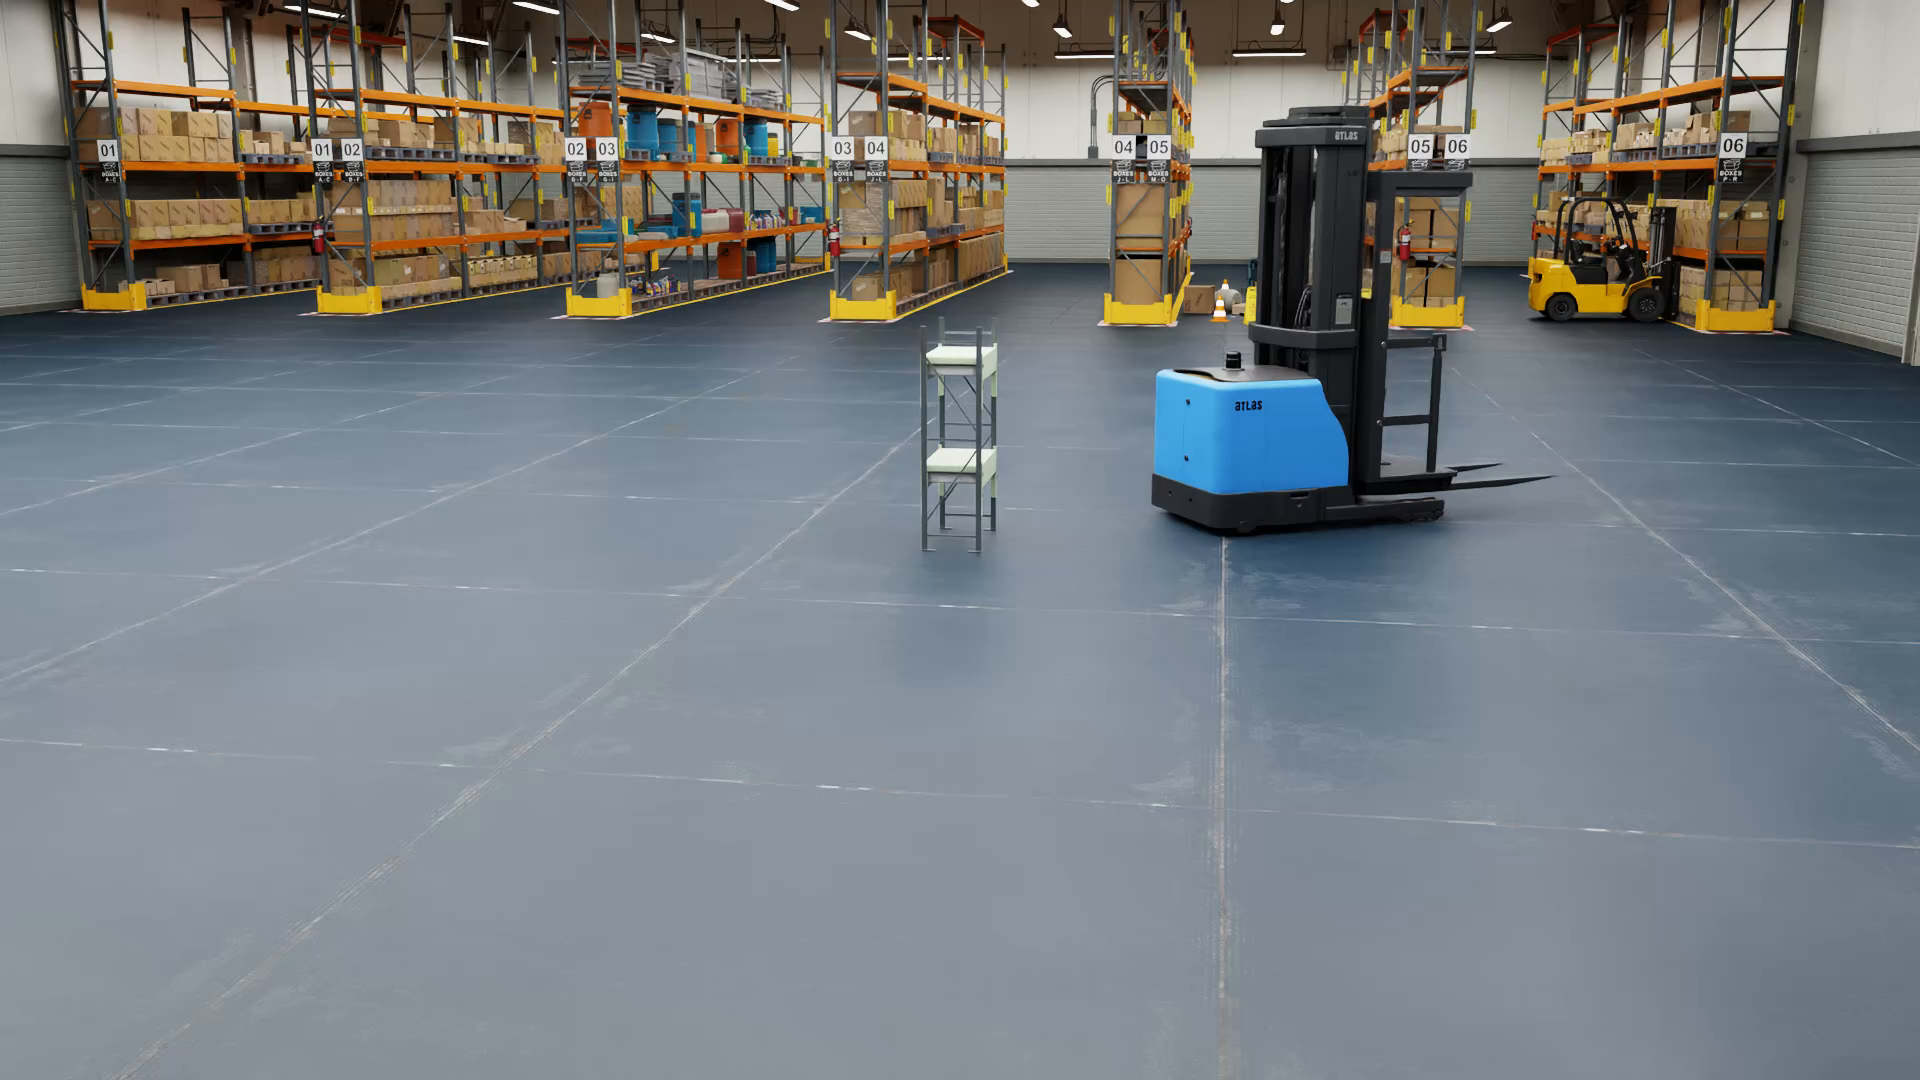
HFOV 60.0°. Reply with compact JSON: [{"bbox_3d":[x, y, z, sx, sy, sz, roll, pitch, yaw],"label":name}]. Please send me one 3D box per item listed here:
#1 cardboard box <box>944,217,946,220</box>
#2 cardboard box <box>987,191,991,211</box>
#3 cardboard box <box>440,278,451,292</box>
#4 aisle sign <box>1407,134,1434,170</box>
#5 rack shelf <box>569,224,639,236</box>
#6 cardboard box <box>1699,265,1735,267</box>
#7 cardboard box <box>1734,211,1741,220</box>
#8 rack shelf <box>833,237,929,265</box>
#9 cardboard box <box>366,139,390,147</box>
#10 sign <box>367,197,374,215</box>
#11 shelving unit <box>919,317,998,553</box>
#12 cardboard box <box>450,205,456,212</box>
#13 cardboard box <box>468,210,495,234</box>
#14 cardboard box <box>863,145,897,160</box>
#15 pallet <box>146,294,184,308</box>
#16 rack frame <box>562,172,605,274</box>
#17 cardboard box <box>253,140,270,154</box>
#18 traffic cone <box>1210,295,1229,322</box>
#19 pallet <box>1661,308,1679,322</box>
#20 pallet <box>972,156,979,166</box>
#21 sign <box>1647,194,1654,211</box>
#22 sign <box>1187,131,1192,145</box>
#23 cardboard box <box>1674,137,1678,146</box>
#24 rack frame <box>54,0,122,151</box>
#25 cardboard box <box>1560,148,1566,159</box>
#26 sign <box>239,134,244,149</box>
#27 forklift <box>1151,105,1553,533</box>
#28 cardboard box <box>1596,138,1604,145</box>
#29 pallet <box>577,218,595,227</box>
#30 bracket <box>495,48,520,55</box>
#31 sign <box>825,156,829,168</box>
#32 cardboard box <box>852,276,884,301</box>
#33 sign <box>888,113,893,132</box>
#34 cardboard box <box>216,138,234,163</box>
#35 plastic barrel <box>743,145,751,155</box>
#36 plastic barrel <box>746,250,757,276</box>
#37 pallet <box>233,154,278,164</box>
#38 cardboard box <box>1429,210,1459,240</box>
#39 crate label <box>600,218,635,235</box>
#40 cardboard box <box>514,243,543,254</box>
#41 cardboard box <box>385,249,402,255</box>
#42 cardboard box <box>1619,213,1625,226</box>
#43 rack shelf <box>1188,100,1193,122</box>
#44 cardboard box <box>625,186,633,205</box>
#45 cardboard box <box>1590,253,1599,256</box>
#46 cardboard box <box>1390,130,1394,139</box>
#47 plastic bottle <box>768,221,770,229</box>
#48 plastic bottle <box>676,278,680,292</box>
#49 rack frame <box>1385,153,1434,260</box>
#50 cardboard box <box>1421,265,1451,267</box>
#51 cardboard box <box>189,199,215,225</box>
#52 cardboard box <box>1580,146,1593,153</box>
[{"bbox_3d":[-0.523,-6.913,35.775,0.396,0.266,0.258,2,12,7],"label":"cardboard box"},{"bbox_3d":[0.492,-8.595,42.125,0.500,0.500,0.500,2,12,9],"label":"cardboard box"},{"bbox_3d":[-10.878,-5.273,34.369,0.500,0.250,0.500,2,12,9],"label":"cardboard box"},{"bbox_3d":[7.732,-6.411,27.949,0.394,0.787,0.004,2,12,9],"label":"aisle sign"},{"bbox_3d":[-9.398,-8.349,44.821,1.077,0.370,4.000,2,12,9],"label":"rack shelf"},{"bbox_3d":[13.441,-4.741,29.531,0.500,0.250,0.500,2,12,8],"label":"cardboard box"},{"bbox_3d":[13.217,-5.465,27.955,0.380,0.149,0.250,2,12,9],"label":"cardboard box"},{"bbox_3d":[-1.456,-5.529,31.737,1.077,0.370,4.000,2,12,9],"label":"rack shelf"},{"bbox_3d":[-11.196,-7.643,31.984,0.380,0.149,0.250,2,12,9],"label":"cardboard box"},{"bbox_3d":[-11.004,-6.229,31.034,0.100,0.325,0.005,2,12,9],"label":"sign"},{"bbox_3d":[-0.001,-0.732,11.329,0.431,1.500,0.755,2,12,9],"label":"shelving unit"},{"bbox_3d":[-10.767,-6.921,34.712,0.380,0.149,0.250,2,12,9],"label":"cardboard box"},{"bbox_3d":[-10.644,-7.041,36.807,0.500,0.500,0.500,2,12,9],"label":"cardboard box"},{"bbox_3d":[-1.434,-6.949,29.856,0.500,0.250,0.500,2,12,10],"label":"cardboard box"},{"bbox_3d":[-16.275,-4.767,33.110,1.003,0.211,1.213,2,12,9],"label":"pallet"},{"bbox_3d":[-9.706,-8.284,42.813,1.000,3.000,0.127,2,12,9],"label":"rack frame"},{"bbox_3d":[-15.574,-8.646,36.587,0.500,0.311,0.500,2,12,10],"label":"cardboard box"},{"bbox_3d":[4.607,-4.107,29.453,0.336,0.463,0.334,2,12,9],"label":"traffic cone"},{"bbox_3d":[13.200,-4.034,29.710,1.003,0.211,1.213,2,12,9],"label":"pallet"},{"bbox_3d":[-0.010,-9.143,40.132,0.805,0.209,1.217,1,12,6],"label":"pallet"},{"bbox_3d":[13.011,-6.359,31.319,0.100,0.325,0.005,2,12,9],"label":"sign"},{"bbox_3d":[5.516,-9.675,39.985,0.100,0.325,0.005,2,12,9],"label":"sign"},{"bbox_3d":[13.062,-7.170,29.886,0.380,0.149,0.250,2,12,10],"label":"cardboard box"},{"bbox_3d":[-16.447,-8.879,31.331,1.000,3.000,0.127,2,12,9],"label":"rack frame"},{"bbox_3d":[14.676,-9.237,39.764,0.500,0.250,0.500,1,12,7],"label":"cardboard box"},{"bbox_3d":[-15.294,-8.482,35.383,0.100,0.325,0.005,2,12,9],"label":"sign"},{"bbox_3d":[2.995,-1.653,12.205,3.031,2.935,1.130,-5,13,-21],"label":"forklift"},{"bbox_3d":[14.088,-8.681,36.236,0.380,0.149,0.250,2,12,7],"label":"cardboard box"},{"bbox_3d":[-9.937,-8.028,42.078,1.003,0.211,1.213,2,12,9],"label":"pallet"},{"bbox_3d":[-13.737,-15.004,51.211,0.076,0.066,3.189,2,12,9],"label":"bracket"},{"bbox_3d":[-3.651,-10.356,45.557,0.100,0.325,0.005,2,12,9],"label":"sign"},{"bbox_3d":[-1.651,-4.577,30.549,0.500,0.500,0.500,4,13,19],"label":"cardboard box"},{"bbox_3d":[-1.228,-7.341,29.240,0.100,0.325,0.005,2,12,9],"label":"sign"},{"bbox_3d":[-15.665,-8.190,34.971,0.500,0.500,0.500,2,12,10],"label":"cardboard box"},{"bbox_3d":[-5.037,-9.099,38.846,0.294,0.245,0.294,0,12,0],"label":"plastic barrel"},{"bbox_3d":[-5.195,-6.654,39.977,0.600,0.588,0.708,2,12,9],"label":"plastic barrel"},{"bbox_3d":[-15.631,-8.278,36.111,1.213,0.211,1.003,2,12,9],"label":"pallet"},{"bbox_3d":[8.375,-5.427,28.613,0.500,0.500,0.500,2,12,8],"label":"cardboard box"},{"bbox_3d":[-6.642,-6.034,32.289,0.502,0.435,0.616,2,12,9],"label":"crate label"},{"bbox_3d":[-10.405,-7.025,40.081,0.500,0.250,0.500,2,12,11],"label":"cardboard box"},{"bbox_3d":[-14.707,-7.274,42.230,0.750,0.750,0.750,2,12,10],"label":"cardboard box"},{"bbox_3d":[13.678,-6.523,33.809,0.500,0.250,0.500,2,12,7],"label":"cardboard box"},{"bbox_3d":[5.275,-10.776,41.853,1.077,0.370,4.000,2,12,9],"label":"rack shelf"},{"bbox_3d":[-9.119,-9.233,44.604,0.500,0.500,0.500,2,12,10],"label":"cardboard box"},{"bbox_3d":[14.208,-6.277,36.895,0.380,0.149,0.250,2,12,8],"label":"cardboard box"},{"bbox_3d":[8.145,-7.491,30.715,0.380,0.149,0.250,2,12,8],"label":"cardboard box"},{"bbox_3d":[-4.699,-7.699,40.571,0.097,0.201,0.097,0,12,0],"label":"plastic bottle"},{"bbox_3d":[-5.791,-5.234,34.063,0.061,0.283,0.133,3,12,11],"label":"plastic bottle"},{"bbox_3d":[8.644,-5.976,32.103,1.000,3.000,0.127,2,12,9],"label":"rack frame"},{"bbox_3d":[8.505,-4.644,29.672,0.500,0.500,0.500,1,12,7],"label":"cardboard box"},{"bbox_3d":[-15.758,-6.765,34.291,0.500,0.500,0.500,2,12,7],"label":"cardboard box"},{"bbox_3d":[14.138,-8.764,37.284,0.380,0.149,0.250,2,12,10],"label":"cardboard box"}]
